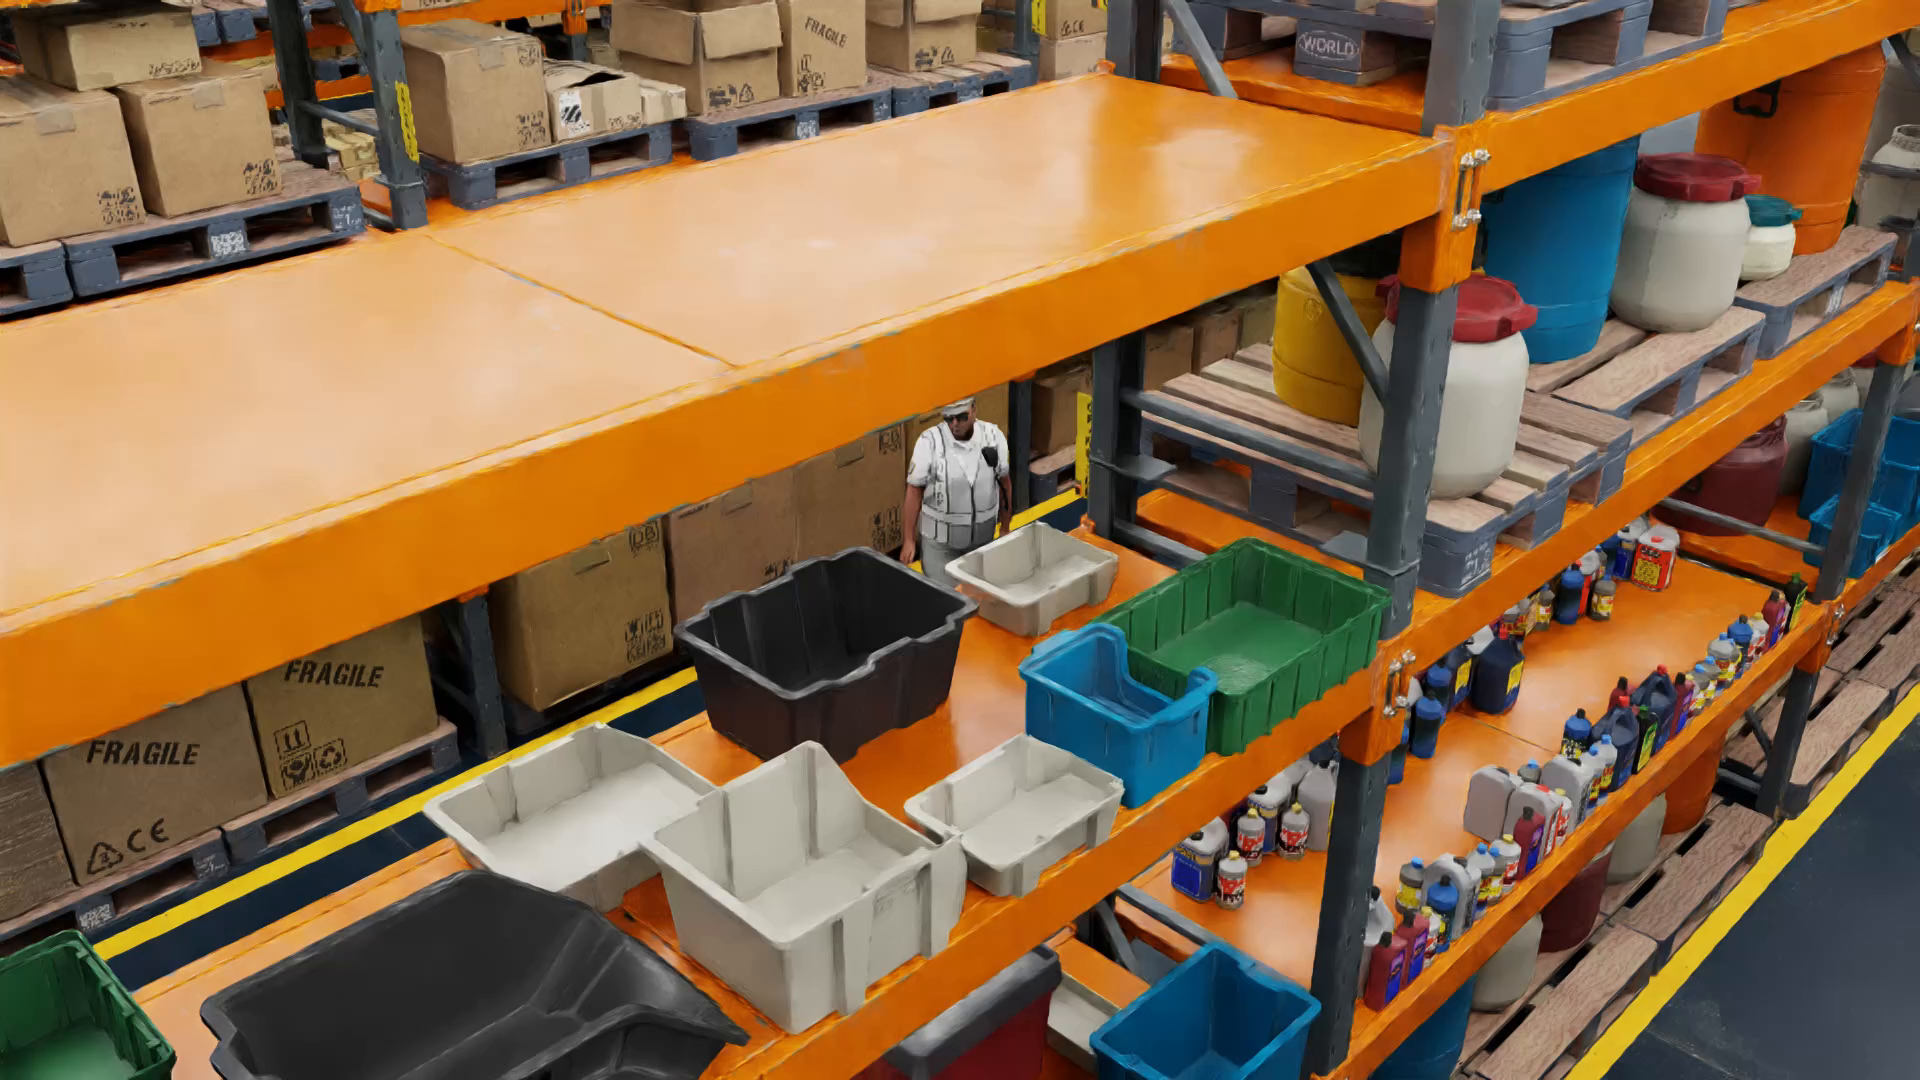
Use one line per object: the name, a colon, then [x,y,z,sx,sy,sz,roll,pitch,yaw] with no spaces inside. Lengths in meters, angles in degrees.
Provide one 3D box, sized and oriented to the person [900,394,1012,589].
person: [0.000,-0.012,8.878,0.653,1.753,0.587,-13,30,-23]
